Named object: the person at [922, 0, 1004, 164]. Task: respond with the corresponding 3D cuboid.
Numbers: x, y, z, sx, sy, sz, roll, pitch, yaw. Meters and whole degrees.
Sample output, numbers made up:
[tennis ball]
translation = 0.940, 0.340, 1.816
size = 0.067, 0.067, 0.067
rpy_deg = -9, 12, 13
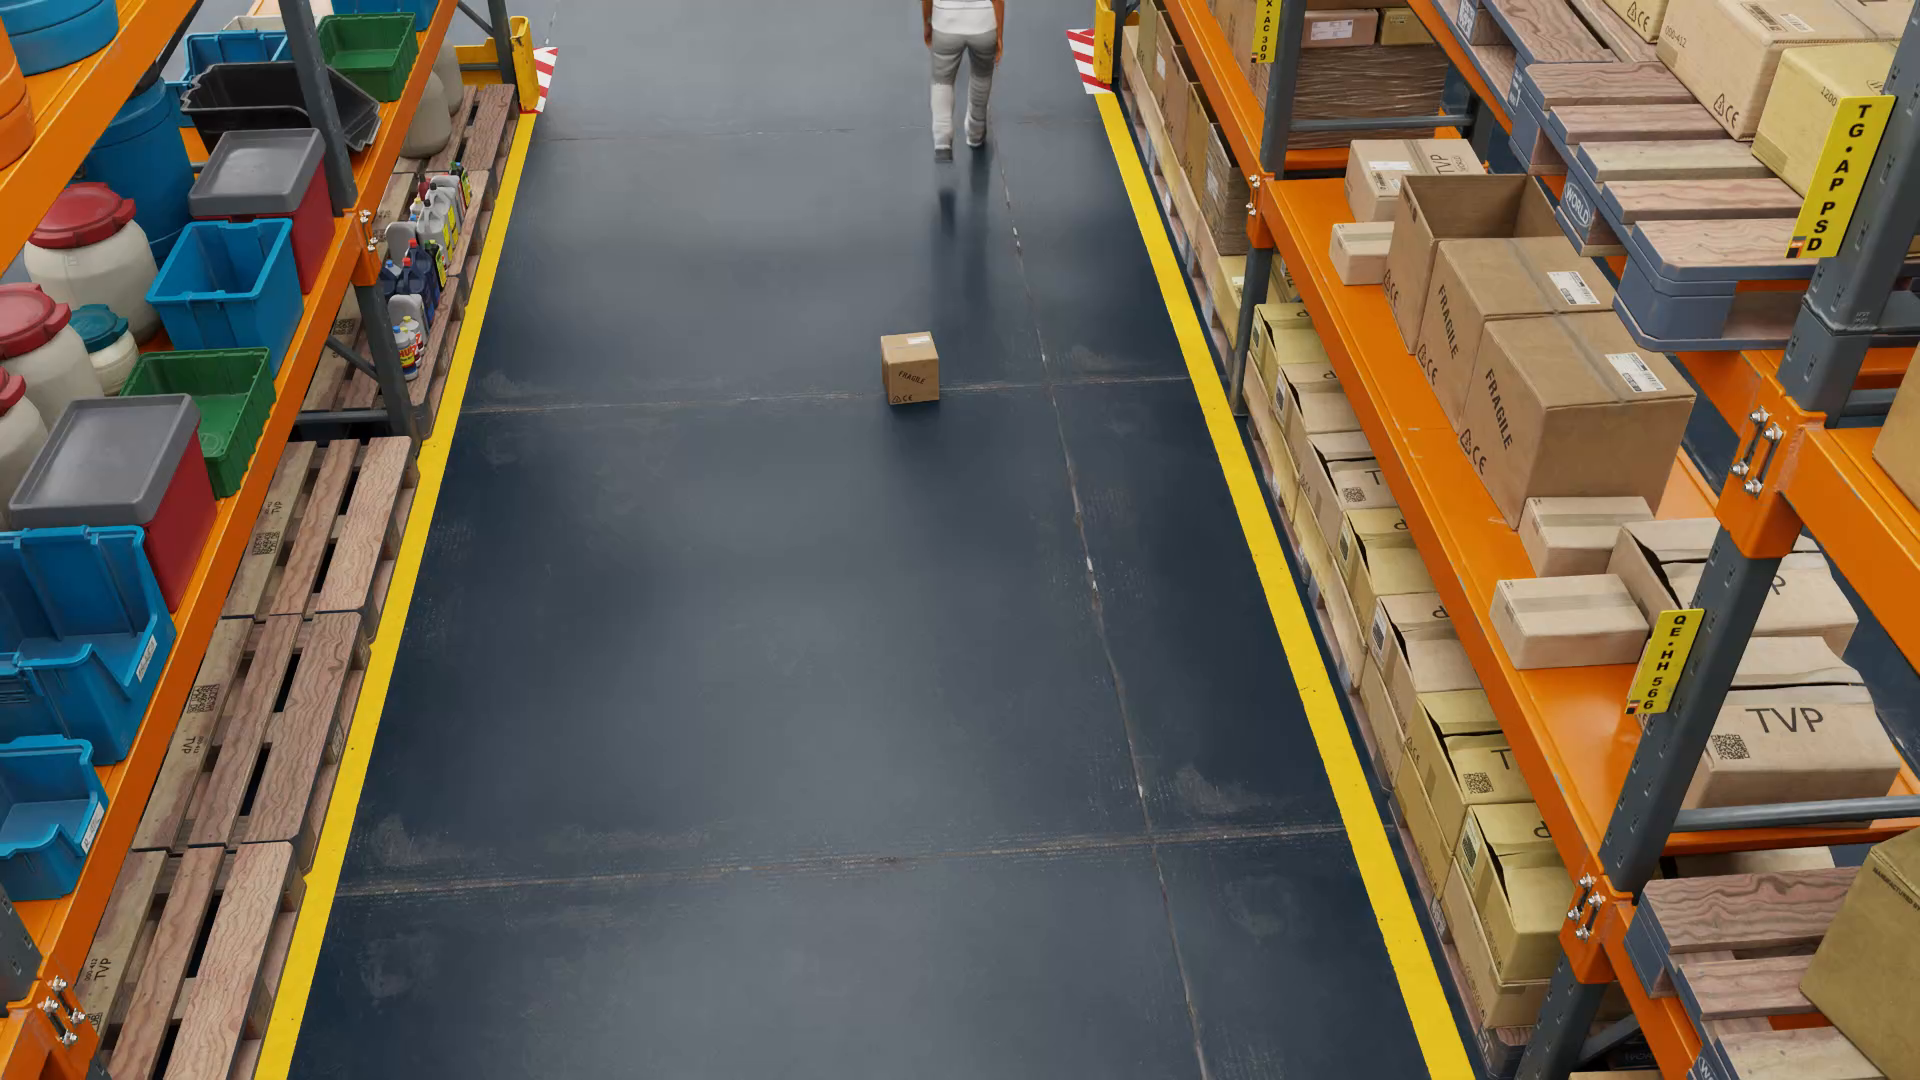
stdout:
[person]
translation = 0.017, -3.018, 9.822
size = 0.481, 1.631, 0.821
rpy_deg = 0, 39, 0
